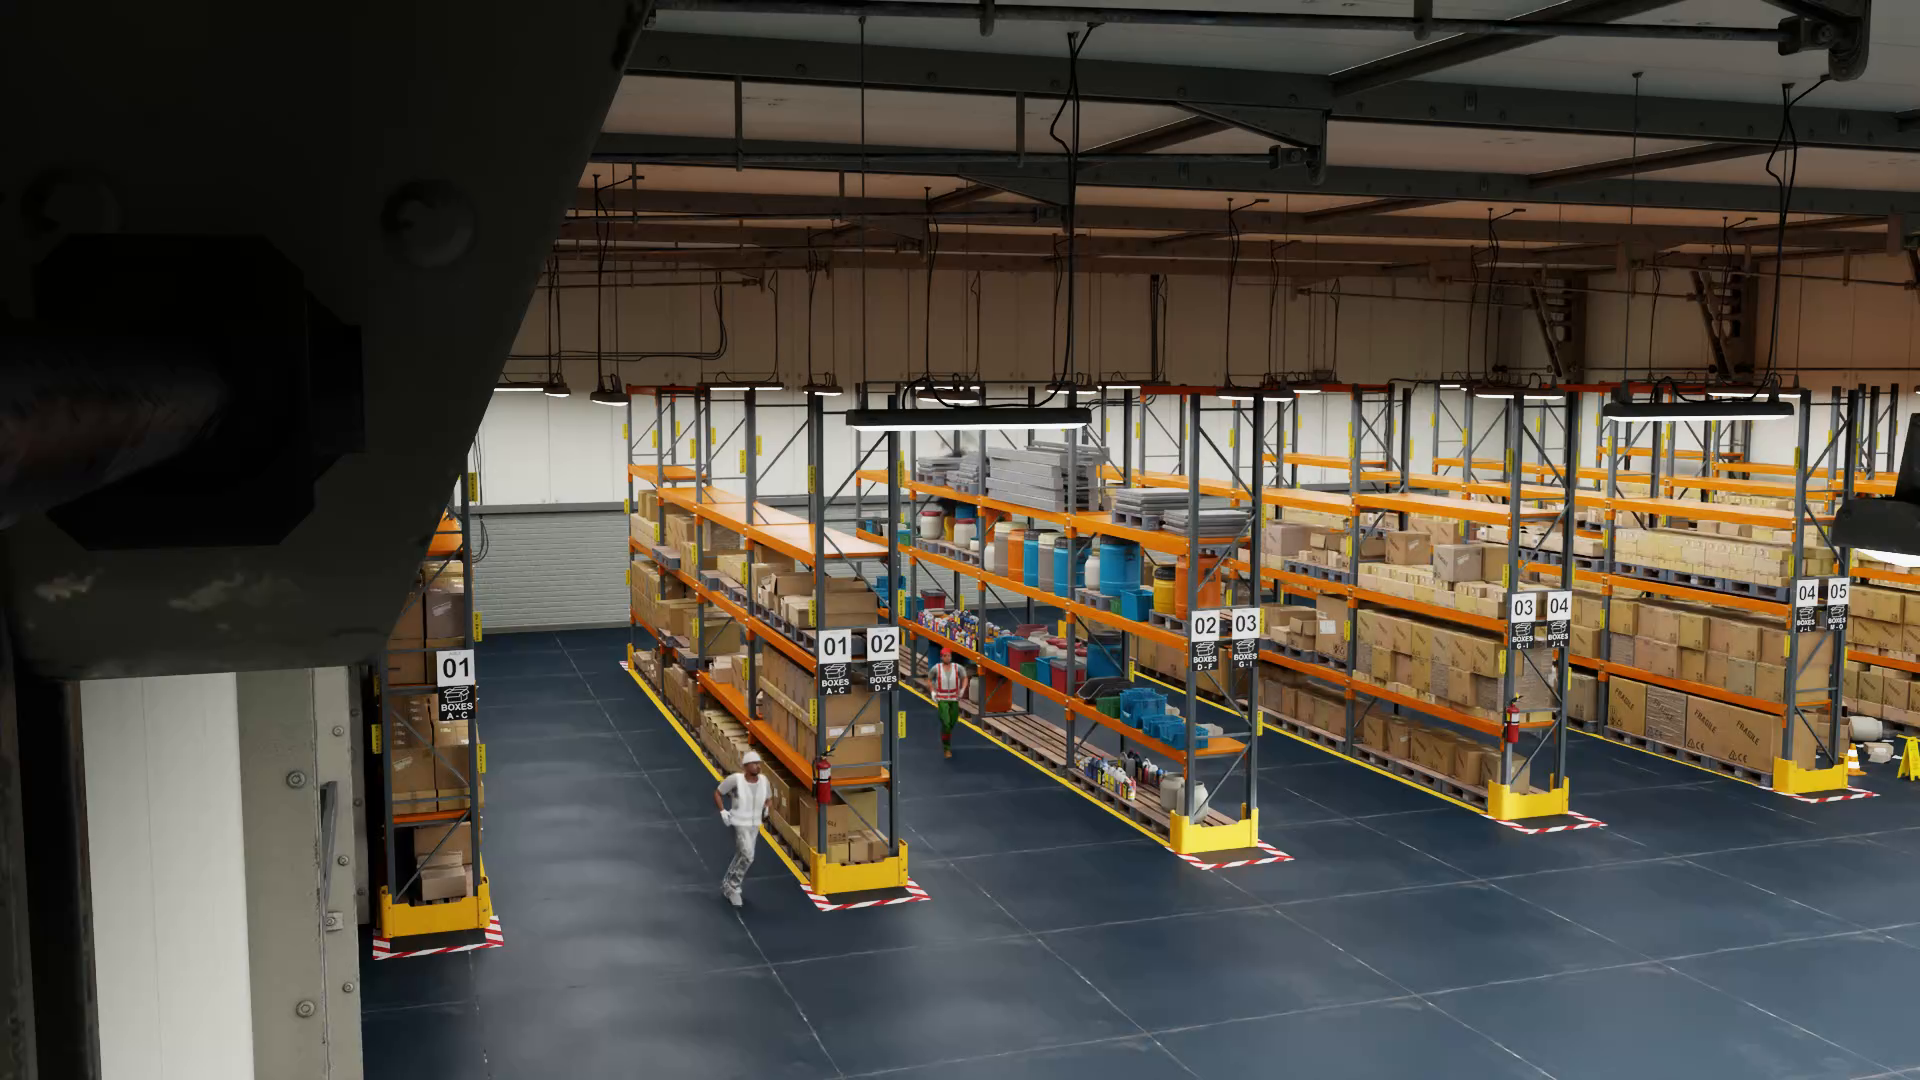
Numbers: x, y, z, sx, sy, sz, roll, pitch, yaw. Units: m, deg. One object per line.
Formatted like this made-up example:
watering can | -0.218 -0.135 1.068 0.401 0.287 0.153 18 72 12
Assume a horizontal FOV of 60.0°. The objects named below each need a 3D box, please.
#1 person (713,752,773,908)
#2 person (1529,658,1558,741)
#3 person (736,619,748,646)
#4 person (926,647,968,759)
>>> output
person | -2.531 3.424 19.835 0.674 1.803 0.676 6 8 44
person | 9.980 2.541 28.390 0.587 1.649 0.670 -3 6 -25
person | -4.573 1.813 35.410 0.684 1.794 0.866 -6 8 -45
person | -0.205 2.635 27.316 0.679 1.803 0.798 -1 6 -10
